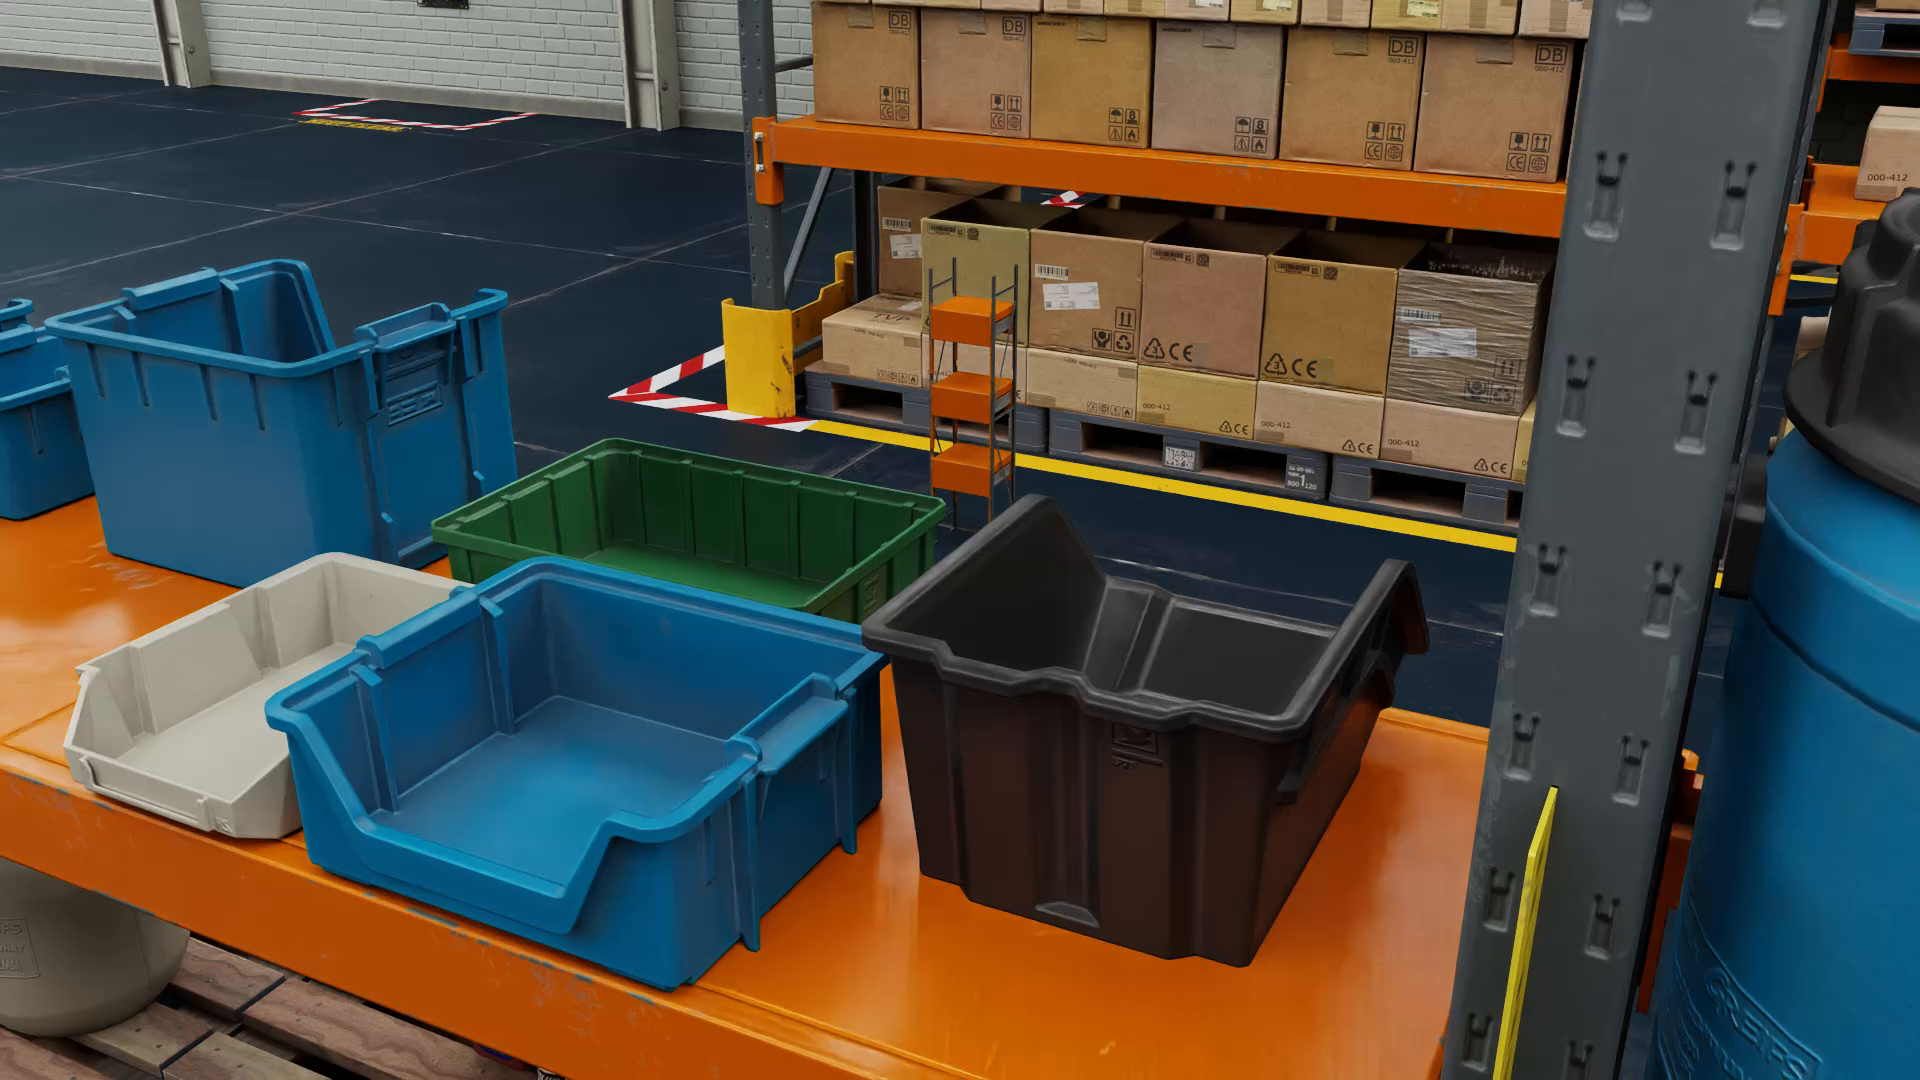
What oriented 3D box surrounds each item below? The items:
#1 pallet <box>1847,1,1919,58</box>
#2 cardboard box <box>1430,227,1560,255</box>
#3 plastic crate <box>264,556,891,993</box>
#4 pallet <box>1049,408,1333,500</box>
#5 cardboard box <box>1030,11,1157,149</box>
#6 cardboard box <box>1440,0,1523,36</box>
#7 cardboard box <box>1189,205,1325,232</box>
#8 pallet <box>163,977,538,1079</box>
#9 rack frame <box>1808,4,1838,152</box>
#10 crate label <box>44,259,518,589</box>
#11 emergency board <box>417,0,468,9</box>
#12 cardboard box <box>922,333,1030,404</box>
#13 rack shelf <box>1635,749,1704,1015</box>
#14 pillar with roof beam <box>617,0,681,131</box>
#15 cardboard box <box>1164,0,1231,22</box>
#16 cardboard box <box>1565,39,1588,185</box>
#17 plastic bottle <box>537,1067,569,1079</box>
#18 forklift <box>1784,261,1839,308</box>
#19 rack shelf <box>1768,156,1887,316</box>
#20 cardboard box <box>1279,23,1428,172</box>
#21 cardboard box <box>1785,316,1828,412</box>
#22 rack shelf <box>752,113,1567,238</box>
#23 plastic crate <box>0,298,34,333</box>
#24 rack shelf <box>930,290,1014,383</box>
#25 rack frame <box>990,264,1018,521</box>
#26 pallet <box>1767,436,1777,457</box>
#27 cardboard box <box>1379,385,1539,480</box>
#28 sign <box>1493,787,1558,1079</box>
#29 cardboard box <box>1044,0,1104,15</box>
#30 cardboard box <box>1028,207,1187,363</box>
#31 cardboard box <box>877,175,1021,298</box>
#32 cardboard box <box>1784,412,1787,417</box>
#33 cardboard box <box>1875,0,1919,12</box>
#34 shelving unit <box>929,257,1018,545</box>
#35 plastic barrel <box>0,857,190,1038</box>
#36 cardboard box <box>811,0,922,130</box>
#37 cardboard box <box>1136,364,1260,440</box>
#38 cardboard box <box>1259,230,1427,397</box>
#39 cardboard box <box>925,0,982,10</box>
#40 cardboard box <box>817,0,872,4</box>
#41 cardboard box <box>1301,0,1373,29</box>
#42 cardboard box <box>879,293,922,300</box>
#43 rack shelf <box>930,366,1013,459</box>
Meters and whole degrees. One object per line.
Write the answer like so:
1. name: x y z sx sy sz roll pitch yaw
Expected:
1. pallet: 5.760 -2.901 9.484 1.213 0.211 1.003 11 25 25
2. cardboard box: 2.189 -0.994 6.773 0.500 0.500 0.500 11 25 25
3. plastic crate: -0.437 0.253 2.013 0.616 0.251 0.499 11 25 25
4. pallet: 1.128 -0.531 7.229 1.213 0.211 1.003 11 25 25
5. cardboard box: 0.664 -1.929 6.825 0.500 0.500 0.700 11 26 25
6. cardboard box: 1.883 -1.898 5.923 0.250 0.149 0.380 11 25 24
7. cardboard box: 1.299 -1.173 7.193 0.500 0.500 0.500 11 25 25
8. pallet: -1.000 1.220 3.111 1.213 0.211 1.003 11 25 25
9. rack frame: 5.143 -3.175 9.883 0.127 3.000 1.000 11 25 25
10. crate label: -1.132 -0.207 2.859 0.616 0.435 0.502 11 25 25
11. emergency board: -4.954 -5.577 15.531 0.626 1.169 0.157 11 25 25
12. cardboard box: 0.168 -0.819 7.320 0.500 0.250 0.500 11 25 25
13. rack shelf: 2.458 0.969 1.057 4.000 0.370 1.077 11 25 25
14. pillar with roof beam: -4.709 -6.377 9.746 0.400 9.000 9.100 11 25 25
15. cardboard box: 0.966 -2.079 6.349 0.250 0.149 0.380 11 26 25
16. cardboard box: 2.513 -1.567 5.973 0.500 0.500 0.700 10 25 23
17. plastic bottle: -0.763 0.961 3.172 0.097 0.201 0.097 0 23 0
18. forklift: 3.547 -2.459 8.286 3.031 2.935 1.130 -5 24 -12
19. rack shelf: 4.696 -0.760 5.124 4.000 0.370 1.077 11 25 25
20. cardboard box: 1.593 -1.747 6.398 0.500 0.500 0.700 12 26 25
21. cardboard box: 3.402 -0.659 6.227 0.500 0.311 0.500 11 25 25
22. rack shelf: 1.127 -1.466 6.785 4.000 0.370 1.077 11 25 25
23. plastic crate: -2.315 -0.369 3.475 0.616 0.251 0.499 11 25 25
24. rack shelf: 0.048 -0.725 5.915 0.240 0.259 0.215 11 25 25
25. rack frame: 0.157 -0.452 5.972 0.008 1.050 0.200 11 25 25
26. pallet: 3.586 -0.045 6.085 1.213 0.211 1.003 11 25 25
27. cardboard box: 1.957 -0.470 6.498 0.500 0.250 0.500 11 25 25
28. sign: 0.415 0.348 1.246 0.005 0.325 0.100 11 25 25
29. cardboard box: 0.517 -2.169 6.561 0.250 0.149 0.380 10 25 23
30. cardboard box: 0.619 -1.080 6.975 0.500 0.500 0.500 11 25 25
31. cardboard box: -0.045 -1.433 7.805 0.500 0.500 0.500 11 25 25
32. cardboard box: 3.412 -0.400 6.335 0.500 0.250 0.500 11 25 24
33. cardboard box: 5.582 -3.322 9.538 0.500 0.500 0.700 11 26 25
34. shelving unit: 0.048 -0.474 6.022 0.252 1.050 0.215 11 25 25
35. plastic barrel: -1.827 0.708 3.394 0.421 0.512 0.421 0 23 0
36. cardboard box: -0.247 -2.110 7.250 0.500 0.500 0.700 11 25 25
37. cardboard box: 1.058 -0.641 6.901 0.500 0.250 0.500 11 25 25
38. cardboard box: 1.510 -0.902 6.557 0.500 0.500 0.500 11 25 25
39. cardboard box: 0.054 -2.260 6.776 0.250 0.149 0.380 11 26 25
40. cardboard box: -0.405 -2.351 6.988 0.250 0.149 0.380 11 25 24
41. cardboard box: 1.440 -1.987 6.132 0.250 0.149 0.380 12 26 26
42. cardboard box: -0.046 -1.087 7.950 0.500 0.250 0.500 11 25 25
43. rack shelf: 0.048 -0.464 6.026 0.240 0.259 0.215 11 25 25
